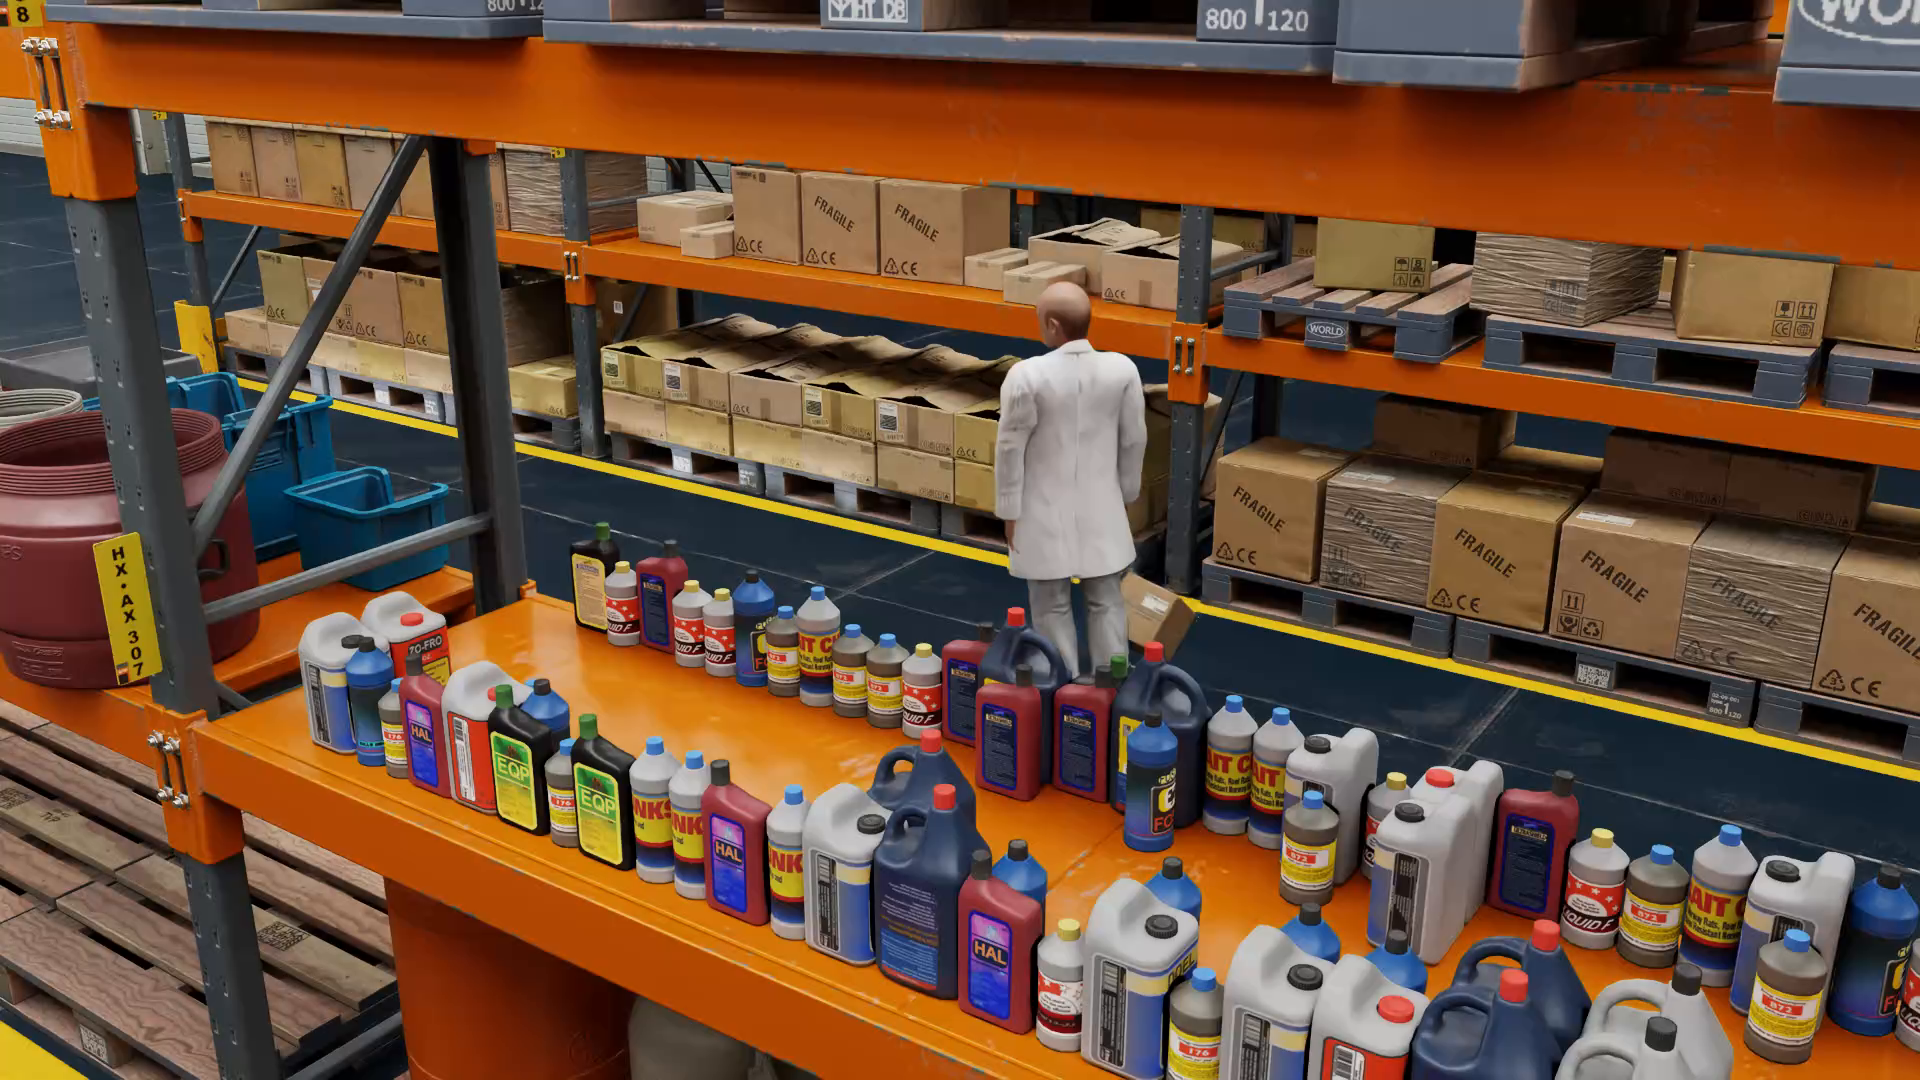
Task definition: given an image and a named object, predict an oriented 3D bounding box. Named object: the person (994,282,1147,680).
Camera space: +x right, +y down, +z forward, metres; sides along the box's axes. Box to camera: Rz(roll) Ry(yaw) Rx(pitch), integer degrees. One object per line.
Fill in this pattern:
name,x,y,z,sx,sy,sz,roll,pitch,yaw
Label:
person,0.472,-0.067,6.331,0.720,1.715,0.445,-4,20,-11
